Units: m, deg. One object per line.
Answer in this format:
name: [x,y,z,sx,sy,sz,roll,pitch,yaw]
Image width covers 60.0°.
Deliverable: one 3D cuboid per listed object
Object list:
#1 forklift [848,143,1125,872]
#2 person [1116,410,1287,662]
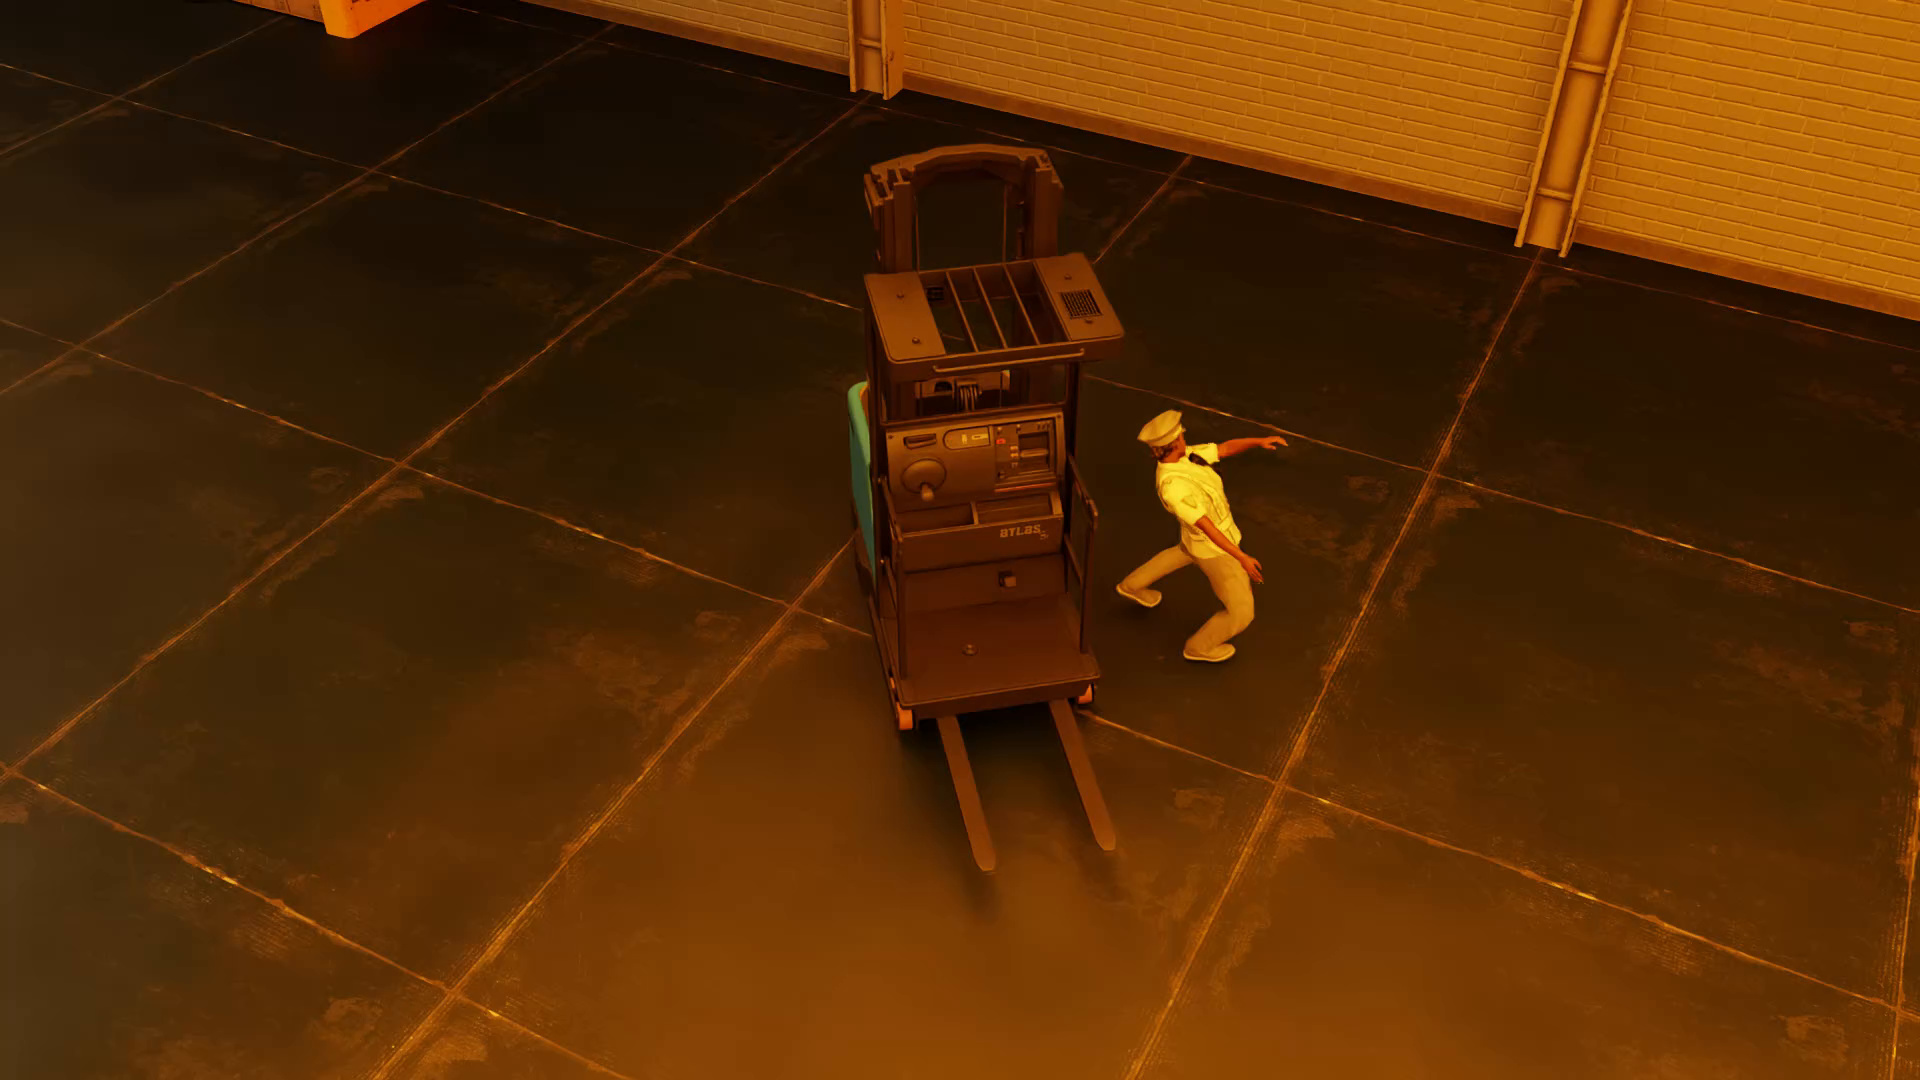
forklift: [0.129,-0.352,8.404,1.130,2.935,3.031,-8,41,-9]
person: [1.355,0.060,9.024,0.749,1.447,0.967,-7,41,-8]
